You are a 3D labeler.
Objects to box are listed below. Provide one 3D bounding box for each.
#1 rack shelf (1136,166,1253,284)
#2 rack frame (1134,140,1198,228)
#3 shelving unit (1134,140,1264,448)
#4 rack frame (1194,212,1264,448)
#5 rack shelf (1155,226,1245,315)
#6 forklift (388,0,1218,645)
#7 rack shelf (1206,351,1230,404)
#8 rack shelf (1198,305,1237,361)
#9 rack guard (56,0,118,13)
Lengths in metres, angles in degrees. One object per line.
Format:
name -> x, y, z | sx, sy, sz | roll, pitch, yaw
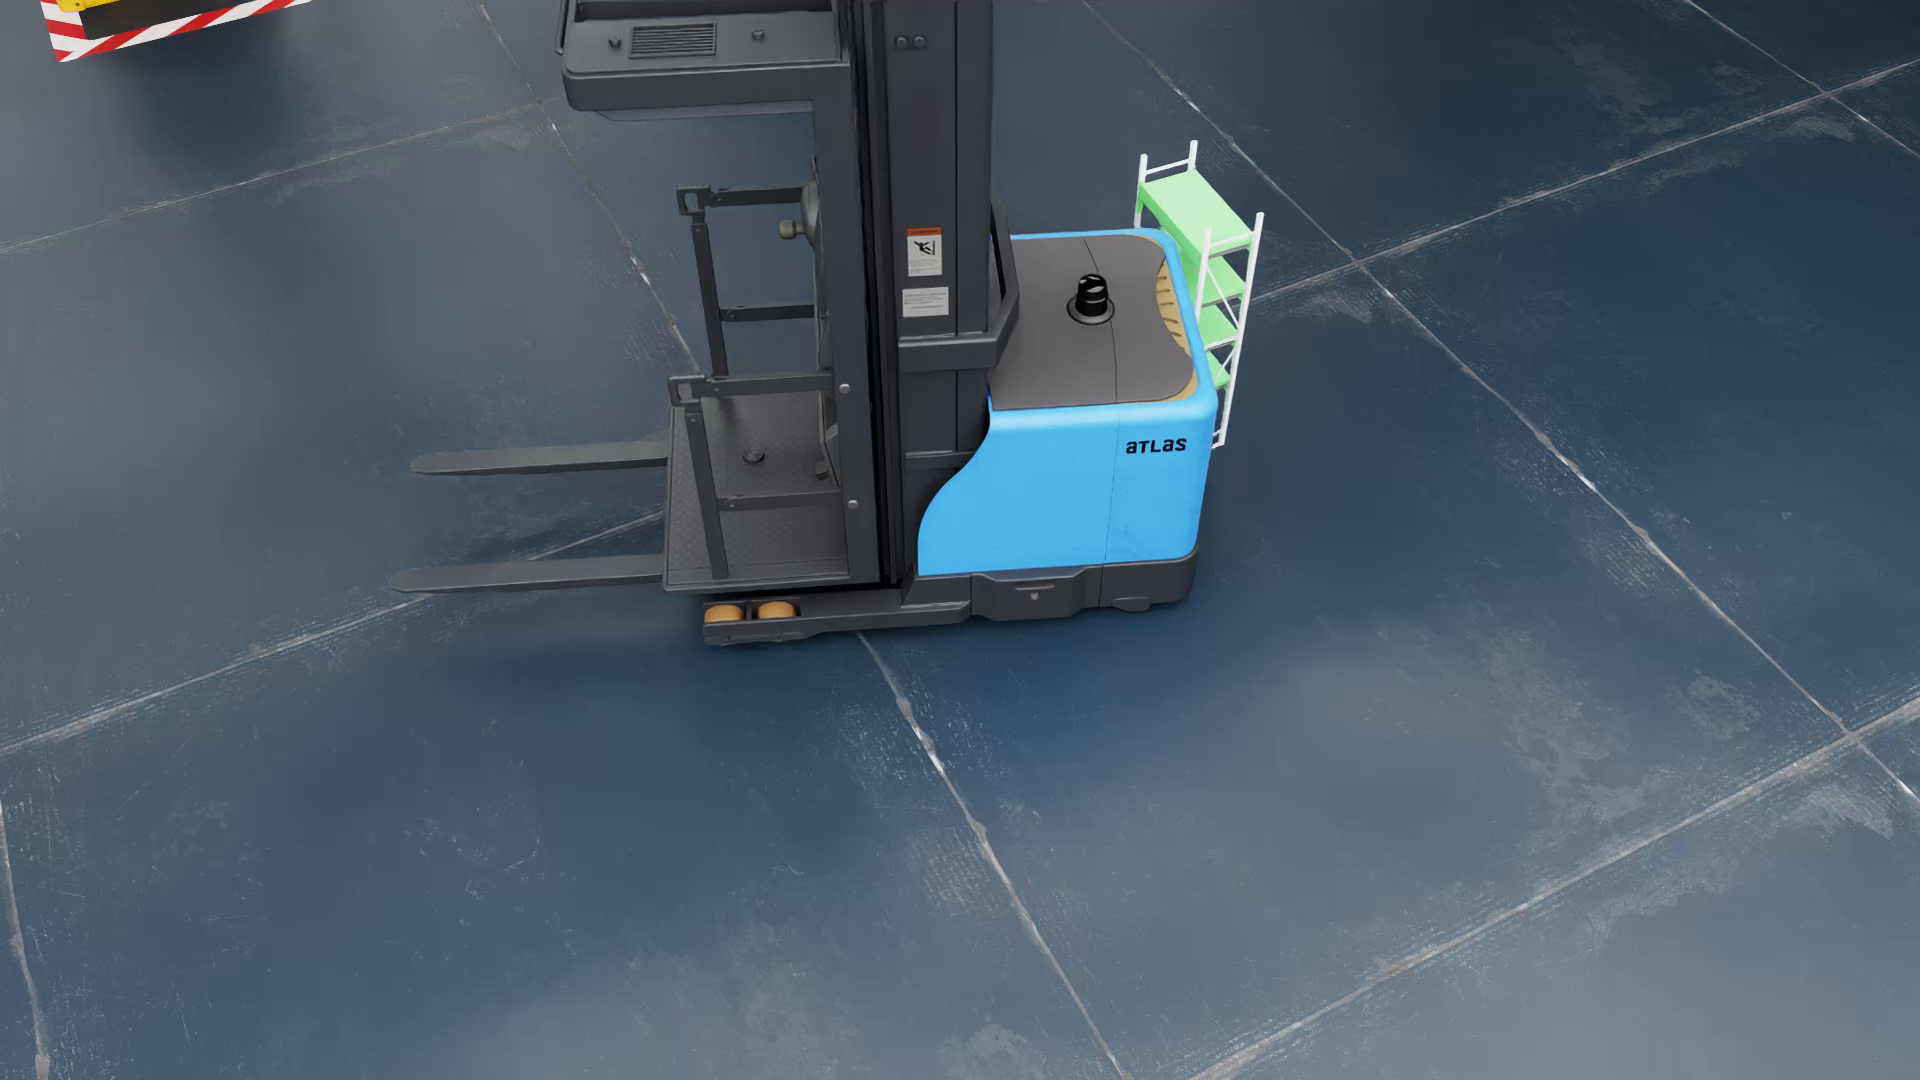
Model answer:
rack shelf -> 0.900, -1.207, 6.348 | 0.258, 0.148, 0.480 | -19, 51, -16
rack frame -> 0.799, -1.100, 6.807 | 0.240, 1.200, 0.015 | -19, 51, -16
shelving unit -> 0.899, -0.933, 6.661 | 0.258, 1.200, 0.503 | -19, 51, -16
rack frame -> 1.000, -0.766, 6.515 | 0.240, 1.200, 0.015 | -19, 51, -16
rack shelf -> 0.900, -1.049, 6.529 | 0.258, 0.148, 0.480 | -19, 51, -16
forklift -> -0.648, -0.984, 5.556 | 3.031, 2.935, 1.130 | -4, 49, -3
rack shelf -> 0.898, -0.733, 6.889 | 0.258, 0.148, 0.480 | -19, 51, -16
rack shelf -> 0.899, -0.891, 6.709 | 0.258, 0.148, 0.480 | -19, 51, -16
rack guard -> -4.515, -3.378, 9.265 | 1.175, 0.500, 0.348 | -21, 52, -18
